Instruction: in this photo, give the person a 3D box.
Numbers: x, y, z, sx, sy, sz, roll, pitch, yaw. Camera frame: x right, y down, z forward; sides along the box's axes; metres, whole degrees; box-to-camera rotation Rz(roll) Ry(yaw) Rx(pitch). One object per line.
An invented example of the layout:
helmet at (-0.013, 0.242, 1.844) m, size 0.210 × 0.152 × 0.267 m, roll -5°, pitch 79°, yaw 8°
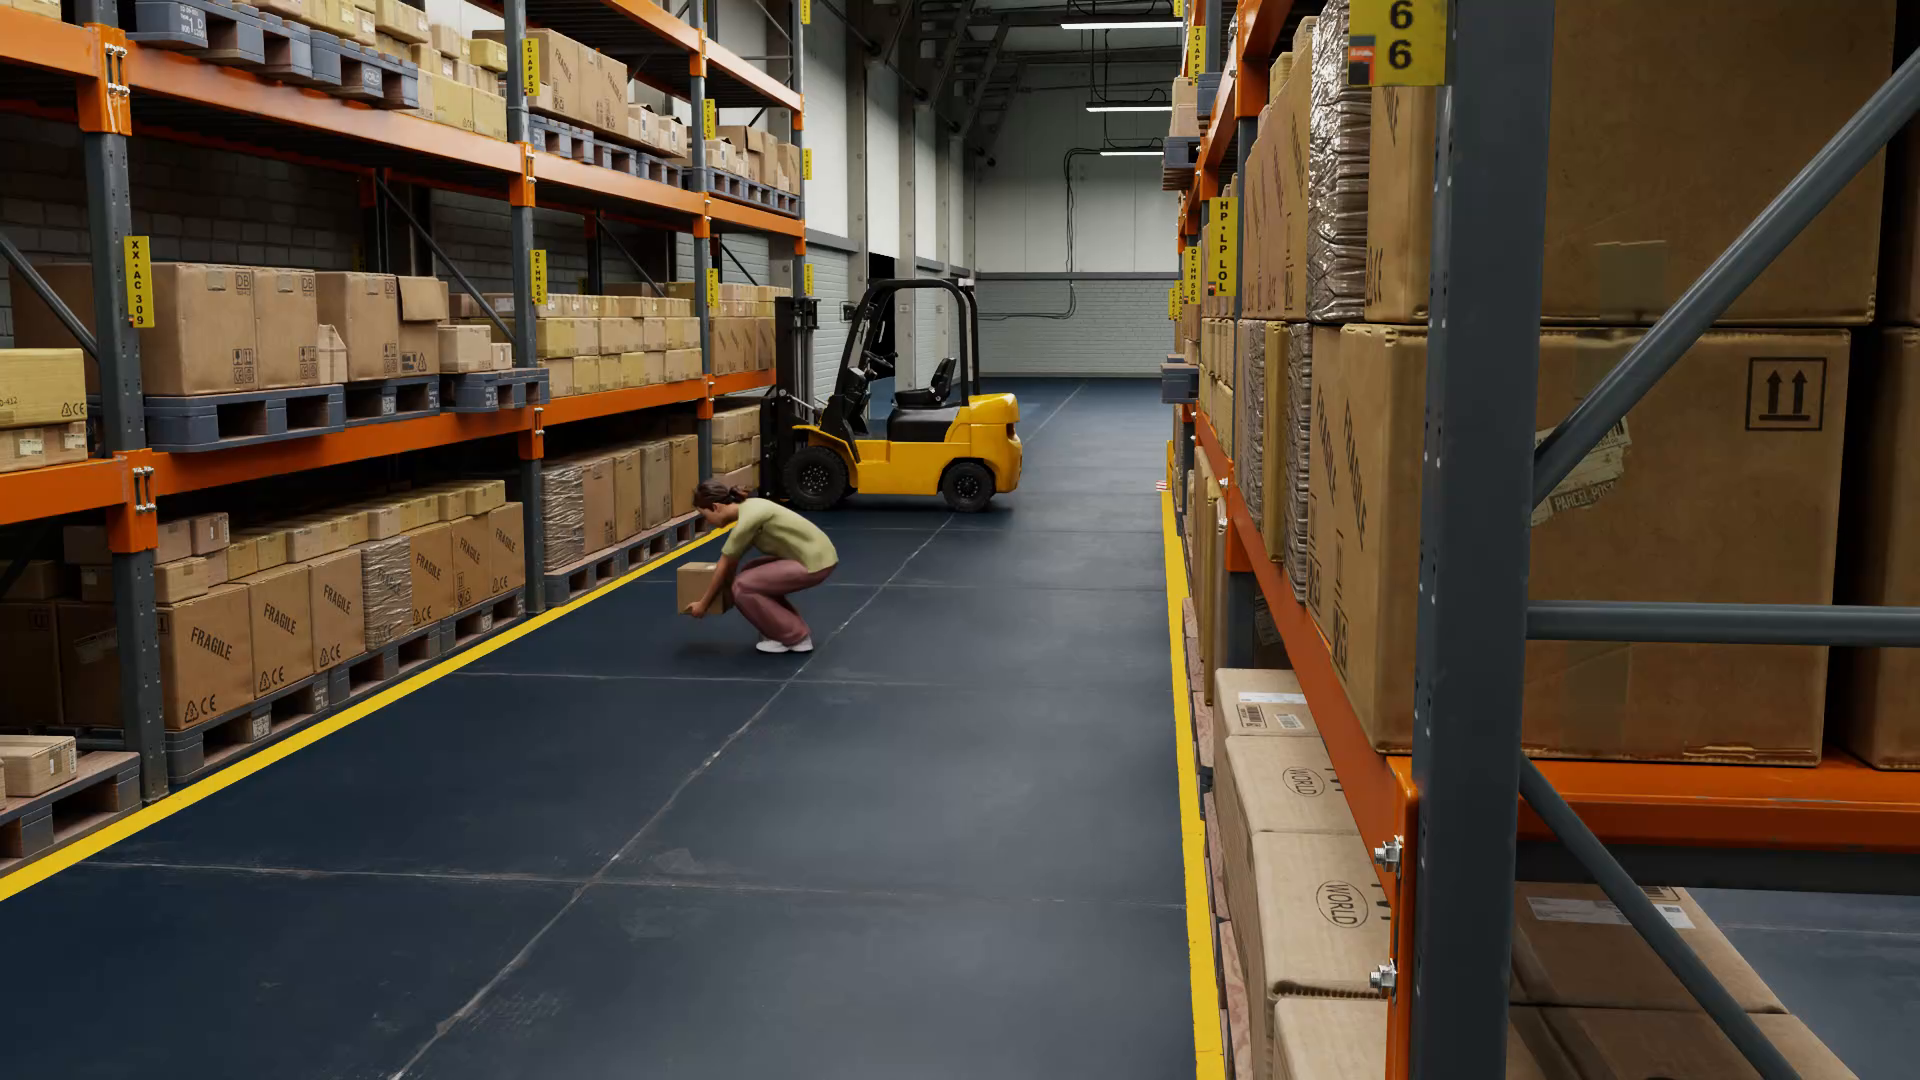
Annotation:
person at (-1.081, 0.135, 9.100) m, size 0.824 × 0.935 × 0.454 m, roll 1°, pitch 8°, yaw 5°
